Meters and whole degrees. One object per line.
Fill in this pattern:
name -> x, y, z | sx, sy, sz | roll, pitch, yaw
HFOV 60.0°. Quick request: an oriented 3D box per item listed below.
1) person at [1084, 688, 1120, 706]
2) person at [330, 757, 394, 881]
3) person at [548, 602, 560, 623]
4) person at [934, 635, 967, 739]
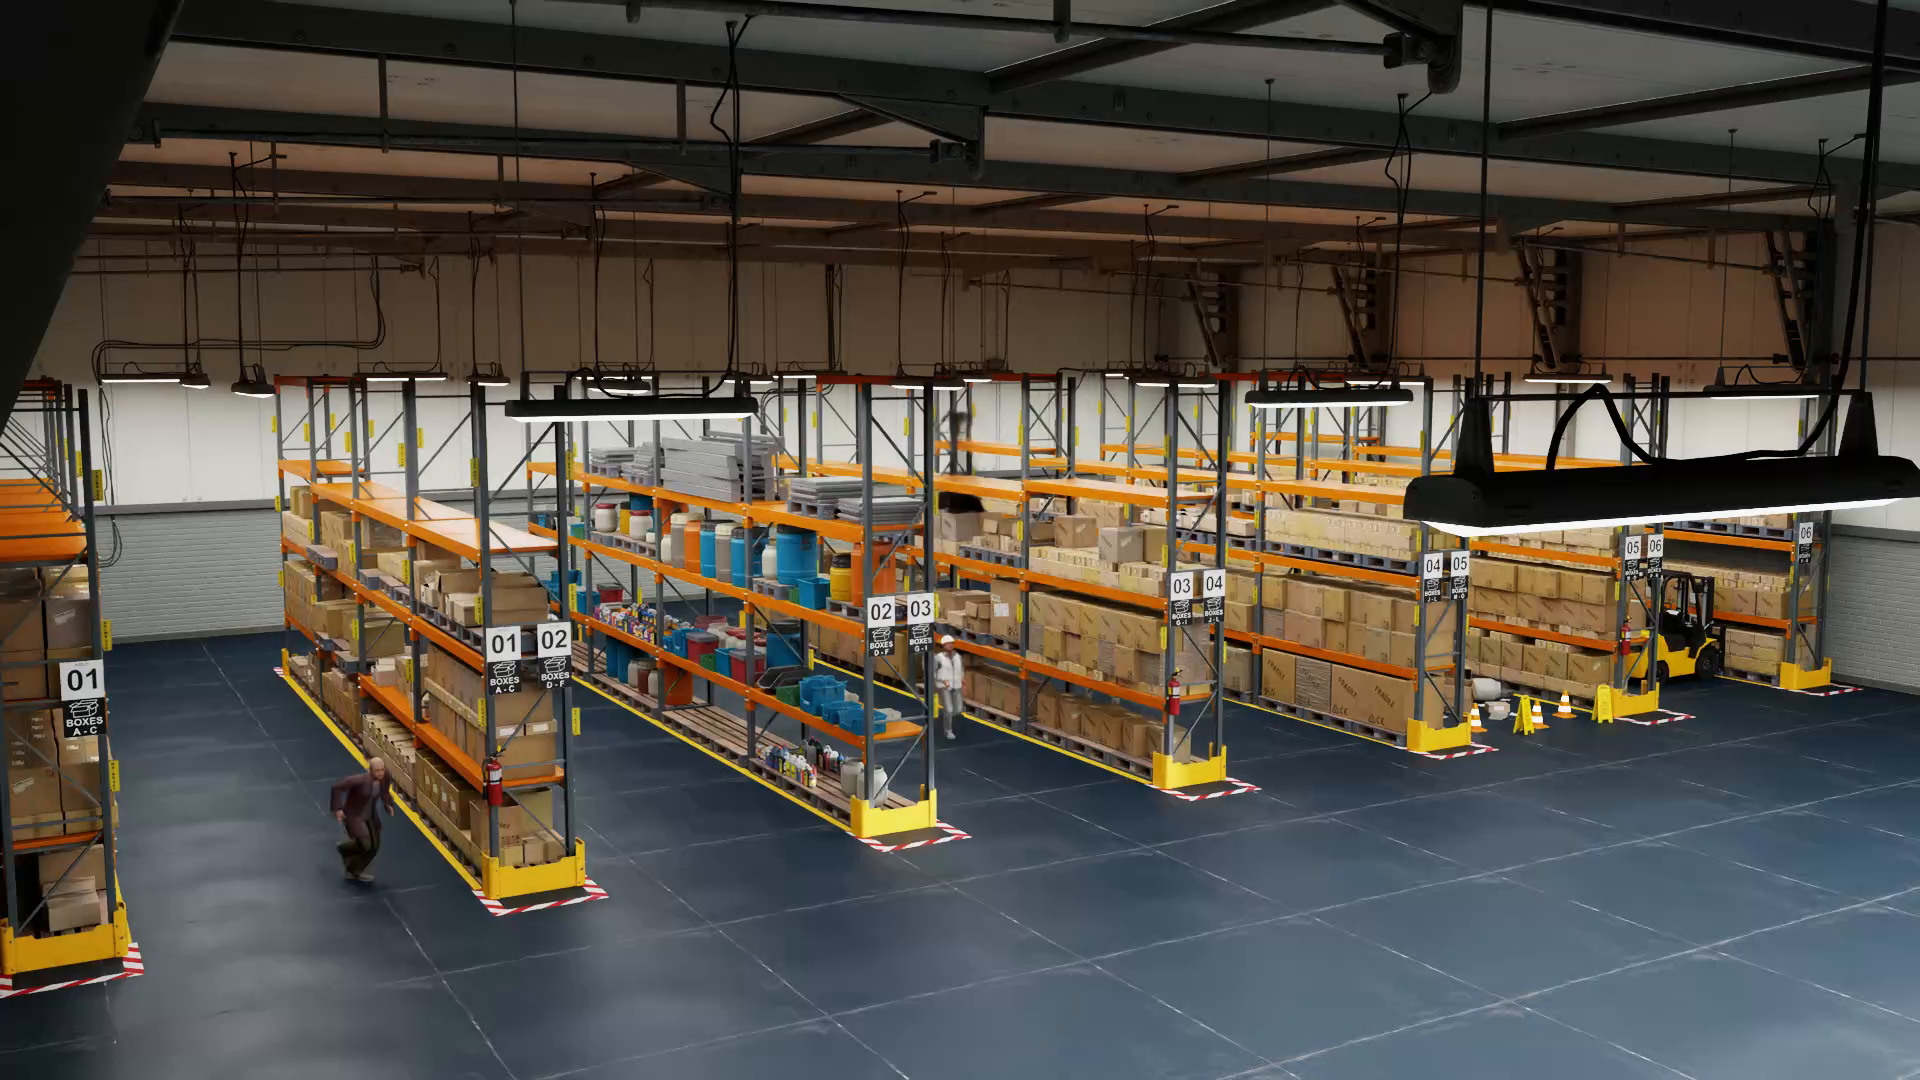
person -> 2.636, 2.243, 30.061 | 0.731, 1.717, 1.043 | -5, 8, -39
person -> -7.222, 3.366, 20.014 | 0.888, 1.591, 0.734 | 4, 7, 32
person -> -7.928, 2.012, 31.847 | 0.583, 1.754, 0.743 | -3, 7, -22
person -> -0.190, 2.445, 27.780 | 0.661, 1.731, 0.585 | -3, 7, -27
